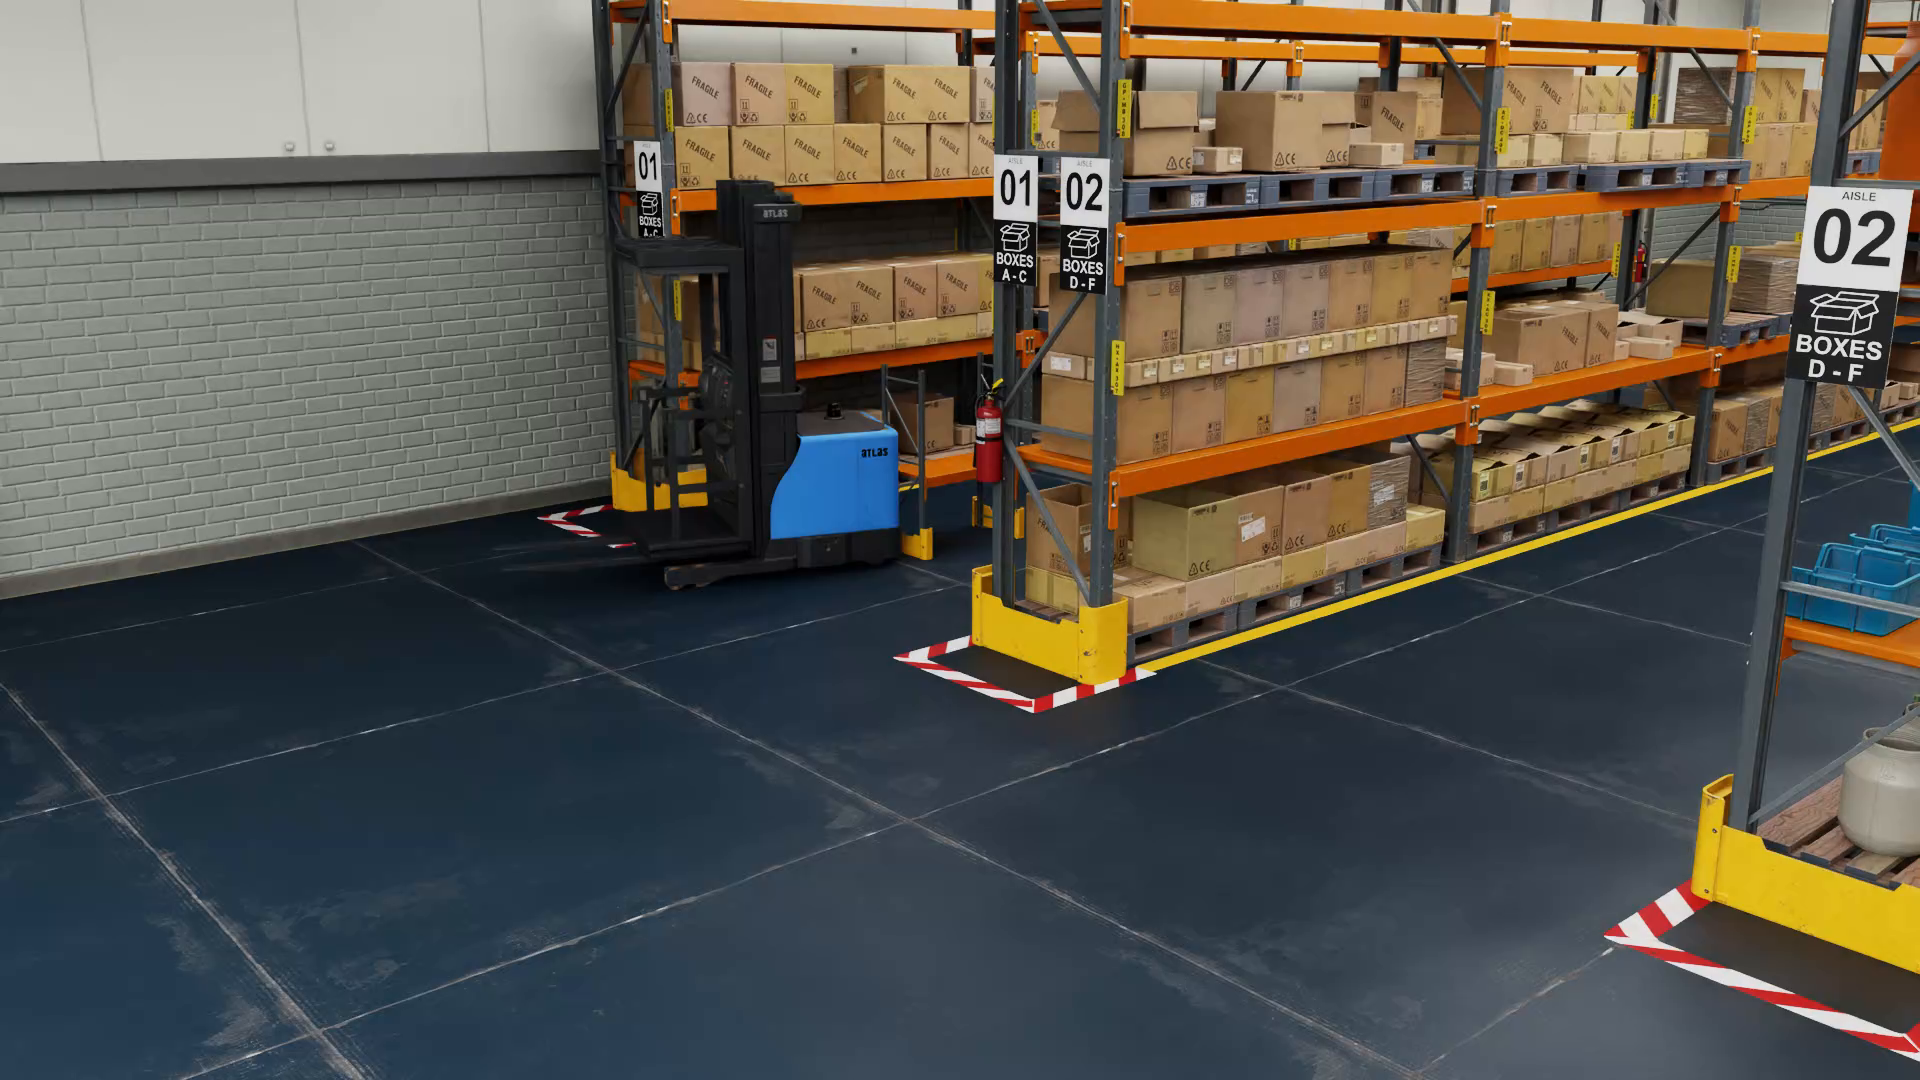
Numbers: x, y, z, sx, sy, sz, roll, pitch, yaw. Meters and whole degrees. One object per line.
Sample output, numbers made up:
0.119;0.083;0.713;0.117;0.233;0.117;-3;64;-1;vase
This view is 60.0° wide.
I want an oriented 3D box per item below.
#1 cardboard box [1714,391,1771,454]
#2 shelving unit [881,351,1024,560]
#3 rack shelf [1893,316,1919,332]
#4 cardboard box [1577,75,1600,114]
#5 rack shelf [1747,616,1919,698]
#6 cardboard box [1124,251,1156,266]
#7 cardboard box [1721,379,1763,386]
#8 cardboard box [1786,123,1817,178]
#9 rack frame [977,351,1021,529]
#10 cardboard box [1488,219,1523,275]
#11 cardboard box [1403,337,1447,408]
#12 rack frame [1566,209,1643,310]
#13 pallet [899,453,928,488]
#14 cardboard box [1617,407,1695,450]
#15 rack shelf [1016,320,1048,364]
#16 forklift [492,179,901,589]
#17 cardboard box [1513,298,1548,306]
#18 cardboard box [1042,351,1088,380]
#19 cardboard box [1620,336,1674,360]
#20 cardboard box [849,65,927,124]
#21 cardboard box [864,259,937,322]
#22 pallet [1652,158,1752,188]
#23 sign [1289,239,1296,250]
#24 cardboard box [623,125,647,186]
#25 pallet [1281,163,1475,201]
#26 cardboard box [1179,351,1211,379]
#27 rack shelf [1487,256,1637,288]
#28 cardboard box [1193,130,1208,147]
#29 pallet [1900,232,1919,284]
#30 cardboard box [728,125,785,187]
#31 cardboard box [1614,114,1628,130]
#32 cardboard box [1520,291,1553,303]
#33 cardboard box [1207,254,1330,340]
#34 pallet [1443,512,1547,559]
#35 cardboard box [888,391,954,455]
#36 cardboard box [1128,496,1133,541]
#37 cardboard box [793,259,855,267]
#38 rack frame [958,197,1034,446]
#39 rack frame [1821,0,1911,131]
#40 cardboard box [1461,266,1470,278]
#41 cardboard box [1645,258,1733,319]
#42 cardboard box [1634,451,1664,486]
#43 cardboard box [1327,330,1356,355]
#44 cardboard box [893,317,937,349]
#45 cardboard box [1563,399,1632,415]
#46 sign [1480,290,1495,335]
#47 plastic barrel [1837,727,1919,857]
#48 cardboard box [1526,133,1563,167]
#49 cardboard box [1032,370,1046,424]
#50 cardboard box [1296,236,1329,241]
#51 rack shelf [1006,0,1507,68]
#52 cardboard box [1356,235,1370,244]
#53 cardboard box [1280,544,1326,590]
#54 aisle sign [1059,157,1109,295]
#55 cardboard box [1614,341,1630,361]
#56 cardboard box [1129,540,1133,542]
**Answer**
7.543;-1.156;16.255;0.500;0.500;0.500;-14;20;-41;cardboard box
-0.057;-0.712;13.508;1.083;1.500;0.587;-13;19;-39;shelving unit
11.147;-2.708;19.471;4.000;0.370;1.077;-13;19;-39;rack shelf
8.255;-5.999;22.414;0.500;0.500;0.500;-14;20;-42;cardboard box
5.343;0.289;8.248;4.000;0.370;1.077;-13;19;-39;rack shelf
1.657;-2.877;17.662;0.500;0.500;0.700;-10;18;-32;cardboard box
7.954;-1.426;17.268;0.500;0.500;0.500;-14;20;-41;cardboard box
7.704;-3.792;16.127;0.500;0.500;0.910;-13;19;-39;cardboard box
0.319;-0.796;13.825;0.032;1.500;0.500;-13;19;-39;rack frame
6.803;-3.915;22.011;0.700;0.700;0.980;-12;19;-39;cardboard box
3.272;-1.334;12.737;0.500;0.500;0.700;-13;20;-41;cardboard box
9.401;-4.358;24.255;0.127;3.000;1.000;-13;19;-39;rack frame
-1.056;-0.650;15.775;1.213;0.211;1.003;-13;19;-39;pallet
6.387;-1.048;15.290;0.500;0.311;0.500;-12;19;-38;cardboard box
1.857;-2.317;18.005;4.000;0.370;1.077;-13;19;-39;rack shelf
-2.031;-1.202;12.569;3.031;2.935;1.130;-6;16;-20;forklift
7.787;-3.207;22.717;0.250;0.149;0.380;-13;20;-41;cardboard box
0.749;-1.148;10.784;0.250;0.149;0.380;-13;20;-40;cardboard box
6.123;-1.712;14.834;0.250;0.149;0.380;-13;19;-39;cardboard box
-0.645;-3.993;14.903;0.500;0.500;0.500;-14;20;-41;cardboard box
-0.565;-2.316;15.407;0.500;0.500;0.500;-13;20;-41;cardboard box
6.167;-3.265;14.715;1.003;0.211;1.213;-12;19;-37;pallet
3.729;-3.420;18.652;0.005;0.325;0.100;-13;19;-39;sign
-2.521;-3.275;14.154;0.500;0.500;0.500;-11;18;-35;cardboard box
2.976;-2.619;12.101;1.213;0.211;1.003;-13;19;-39;pallet
1.409;-1.158;10.821;0.250;0.149;0.380;-13;19;-39;cardboard box
7.892;-3.672;23.079;4.000;0.370;1.077;-13;19;-39;rack shelf
1.281;-2.578;10.982;0.500;0.250;0.500;-13;19;-39;cardboard box
4.522;-1.198;6.978;1.213;0.211;1.003;-13;19;-39;pallet
-1.824;-3.247;14.049;0.500;0.500;0.500;-11;19;-36;cardboard box
9.023;-5.811;23.162;0.500;0.250;0.500;-12;19;-38;cardboard box
8.139;-3.418;23.505;0.250;0.149;0.380;-12;19;-39;cardboard box
2.137;-1.706;11.615;0.500;0.500;0.700;-13;19;-39;cardboard box
4.133;-0.147;13.892;1.213;0.211;1.003;-13;19;-39;pallet
-0.408;-1.147;16.223;0.500;0.500;0.500;14;21;43;cardboard box
1.539;-0.242;11.905;0.500;0.500;0.500;-13;19;-39;cardboard box
-1.300;-2.326;15.444;0.500;0.500;0.500;-12;19;-39;cardboard box
0.348;-2.326;16.644;0.127;3.000;1.000;-13;19;-39;rack frame
9.638;-5.616;17.336;0.127;3.000;1.000;-13;19;-39;rack frame
6.314;-3.457;21.327;0.250;0.149;0.380;-12;19;-39;cardboard box
7.022;-2.419;15.987;0.700;0.500;0.500;8;17;28;cardboard box
5.997;-0.689;15.033;0.500;0.250;0.500;-13;20;-40;cardboard box
2.580;-1.421;11.807;0.250;0.149;0.380;-12;19;-38;cardboard box
-0.561;-1.953;15.499;0.500;0.250;0.500;-13;20;-40;cardboard box
6.033;-1.153;15.683;0.500;0.311;0.500;-12;19;-38;cardboard box
3.968;-1.711;12.511;0.005;0.325;0.100;-13;19;-39;sign
4.280;1.153;7.627;0.421;0.512;0.421;0;15;0;plastic barrel
4.487;-3.138;13.348;0.500;0.250;0.500;14;20;42;cardboard box
0.893;-1.458;17.389;0.500;0.500;0.700;-12;19;-38;cardboard box
3.899;-3.599;19.149;0.500;0.250;0.500;-12;19;-38;cardboard box
2.094;-3.381;11.138;4.000;0.370;1.077;-13;19;-39;rack shelf
4.677;-3.408;19.888;0.500;0.500;0.500;-13;20;-40;cardboard box
2.269;0.140;11.928;0.500;0.250;0.500;-13;19;-39;cardboard box
0.737;-1.870;9.899;0.004;0.787;0.394;-13;19;-39;aisle sign
5.695;-1.691;14.756;0.250;0.149;0.380;-11;18;-35;cardboard box
1.541;0.121;12.000;0.500;0.250;0.500;-13;19;-39;cardboard box
